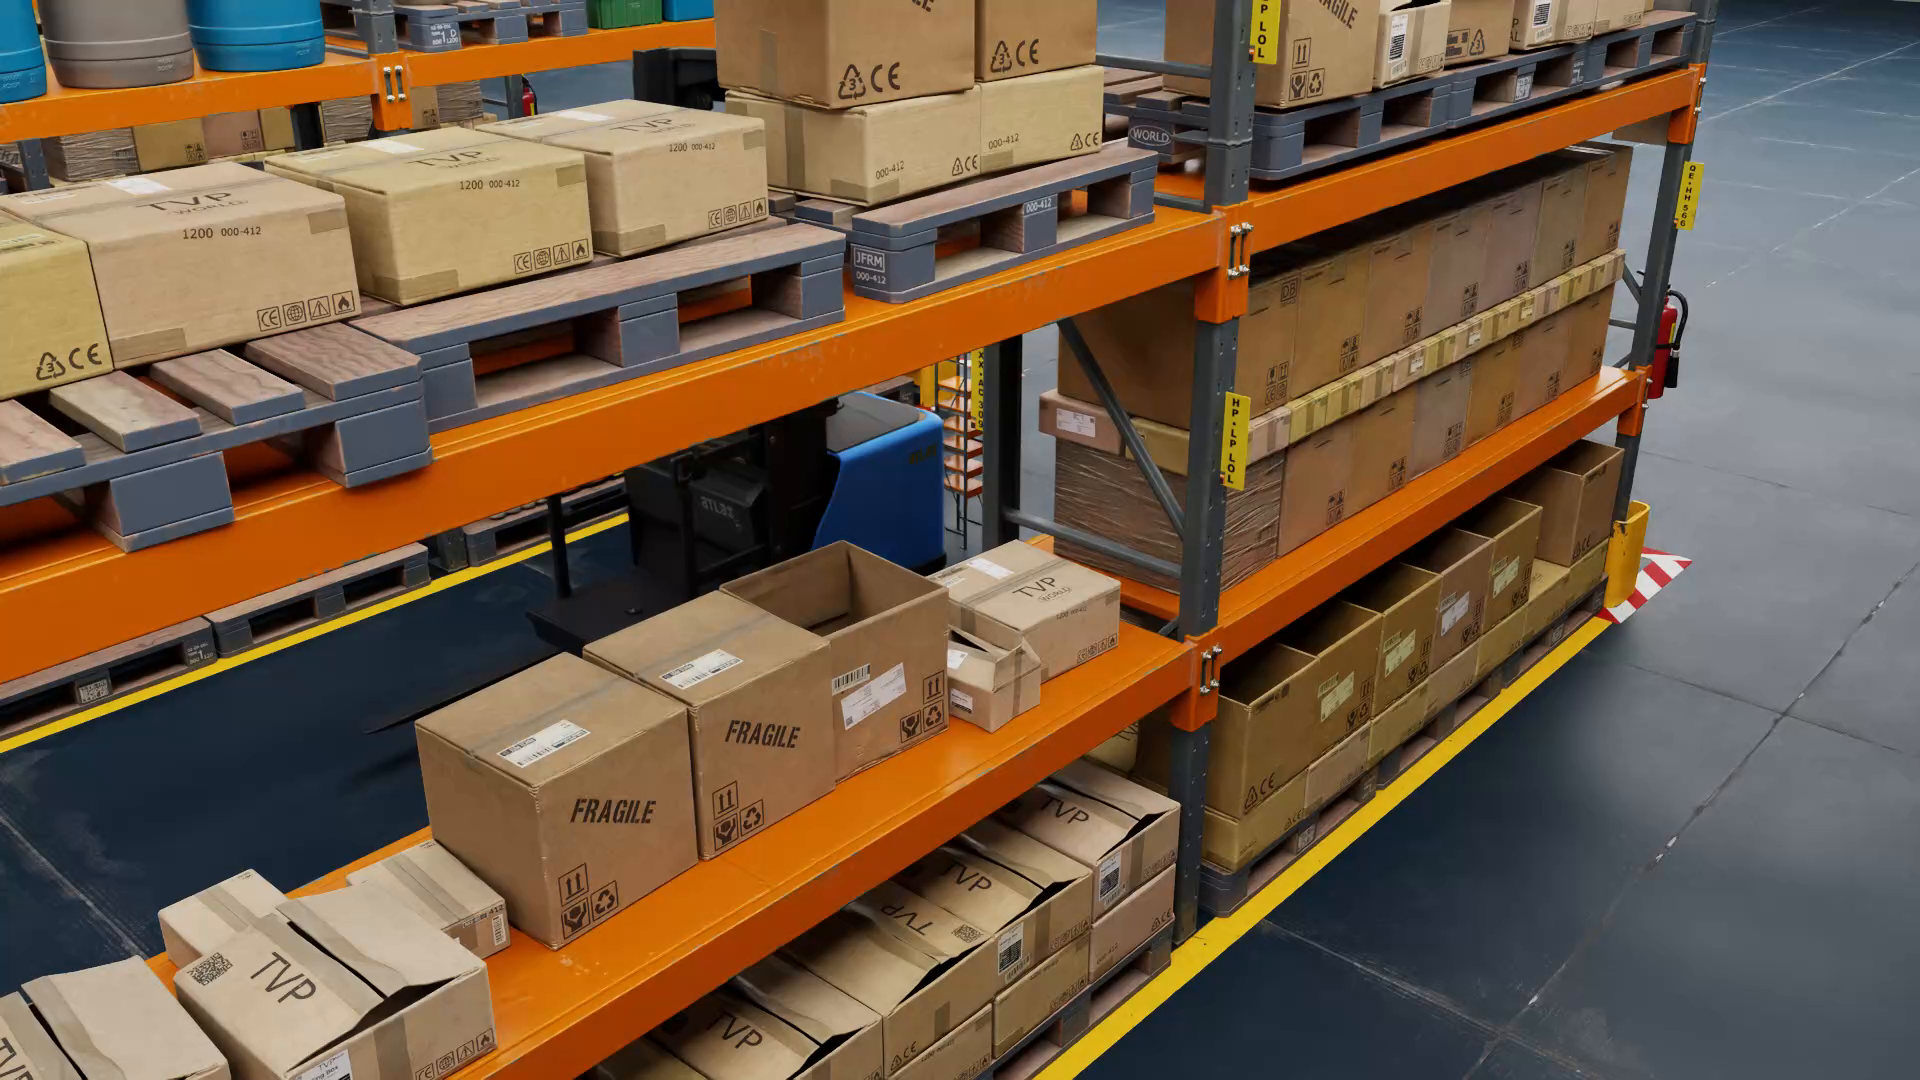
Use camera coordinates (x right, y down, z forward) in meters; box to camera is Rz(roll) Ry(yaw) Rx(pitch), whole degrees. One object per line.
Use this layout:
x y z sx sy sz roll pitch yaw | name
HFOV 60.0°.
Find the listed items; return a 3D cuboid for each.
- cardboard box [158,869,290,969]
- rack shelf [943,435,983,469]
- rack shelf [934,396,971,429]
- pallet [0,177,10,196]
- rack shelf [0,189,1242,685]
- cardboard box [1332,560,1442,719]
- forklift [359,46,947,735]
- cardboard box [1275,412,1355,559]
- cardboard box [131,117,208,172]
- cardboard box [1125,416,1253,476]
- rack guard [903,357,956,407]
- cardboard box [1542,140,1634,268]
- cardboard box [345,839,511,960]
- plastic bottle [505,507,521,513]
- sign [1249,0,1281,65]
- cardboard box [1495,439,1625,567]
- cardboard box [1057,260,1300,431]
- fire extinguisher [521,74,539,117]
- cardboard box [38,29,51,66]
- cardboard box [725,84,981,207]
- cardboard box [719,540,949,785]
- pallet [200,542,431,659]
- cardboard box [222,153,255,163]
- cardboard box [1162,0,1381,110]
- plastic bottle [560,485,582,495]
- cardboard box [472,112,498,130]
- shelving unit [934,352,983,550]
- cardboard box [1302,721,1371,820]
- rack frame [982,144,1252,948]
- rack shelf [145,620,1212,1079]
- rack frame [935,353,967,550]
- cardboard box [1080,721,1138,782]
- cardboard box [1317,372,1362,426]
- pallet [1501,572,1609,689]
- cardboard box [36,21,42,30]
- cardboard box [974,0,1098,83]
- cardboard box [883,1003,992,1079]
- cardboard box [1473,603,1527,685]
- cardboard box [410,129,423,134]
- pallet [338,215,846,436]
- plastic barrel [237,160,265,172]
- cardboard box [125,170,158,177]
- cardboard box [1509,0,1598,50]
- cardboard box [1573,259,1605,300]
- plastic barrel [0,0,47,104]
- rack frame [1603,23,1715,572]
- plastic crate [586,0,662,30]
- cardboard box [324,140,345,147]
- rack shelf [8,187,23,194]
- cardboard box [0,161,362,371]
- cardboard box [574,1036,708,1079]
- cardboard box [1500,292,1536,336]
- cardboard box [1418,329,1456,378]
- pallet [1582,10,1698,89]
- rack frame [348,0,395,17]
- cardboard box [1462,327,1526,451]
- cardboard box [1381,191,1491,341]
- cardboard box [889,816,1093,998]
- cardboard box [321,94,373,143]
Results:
-1.781 1.006 4.147 0.380 0.149 0.250 20 31 38 | cardboard box
0.010 -0.511 9.533 0.258 0.103 0.180 20 31 38 | rack shelf
0.010 -0.730 9.434 0.258 0.103 0.180 20 31 38 | rack shelf
-7.499 -2.403 11.679 1.003 0.211 1.213 20 31 38 | pallet
-0.841 -0.409 4.209 1.077 0.370 4.000 20 31 38 | rack shelf
1.704 0.382 7.162 0.500 0.500 0.500 20 31 38 | cardboard box
-1.415 -0.677 7.677 1.130 2.935 3.031 20 31 37 | forklift
1.133 -0.323 6.682 0.700 0.500 0.500 20 31 37 | cardboard box
-6.174 -3.128 12.575 0.875 0.500 0.500 20 31 38 | cardboard box
0.818 -0.349 5.946 0.380 0.149 0.250 20 31 37 | cardboard box
-0.538 -1.374 12.203 1.175 0.500 0.348 20 31 38 | rack guard
2.807 -1.679 8.121 0.700 0.500 0.500 20 31 38 | cardboard box
-1.366 0.951 4.269 0.250 0.149 0.380 -21 32 -39 | cardboard box
-2.585 -0.264 9.555 0.097 0.201 0.097 0 24 0 | plastic bottle
0.905 -1.581 4.927 0.100 0.325 0.005 20 31 38 | sign
3.027 -0.231 8.530 0.500 0.500 0.500 20 31 38 | cardboard box
0.786 -0.753 6.054 0.700 0.500 0.500 20 31 38 | cardboard box
-3.791 -3.777 14.601 0.296 0.674 0.183 20 31 38 | fire extinguisher
-6.391 -3.389 11.935 0.500 0.500 0.500 20 31 38 | cardboard box
-0.289 -1.117 4.578 0.500 0.250 0.500 17 29 33 | cardboard box
-0.382 0.366 5.144 0.500 0.500 0.500 -22 32 -39 | cardboard box
-3.687 0.191 9.067 1.003 0.211 1.213 20 31 38 | pallet
-5.697 -2.940 12.949 0.380 0.149 0.250 20 31 38 | cardboard box
1.027 -1.729 5.468 0.500 0.500 0.500 -21 32 -39 | cardboard box
-2.344 -0.456 9.801 0.144 0.351 0.185 21 32 39 | plastic bottle
-4.247 -3.645 14.520 0.380 0.149 0.250 20 31 38 | cardboard box
0.010 -0.552 9.514 0.258 1.200 0.189 20 31 38 | shelving unit
1.367 0.876 6.978 0.500 0.250 0.500 20 31 38 | cardboard box
0.494 0.022 6.035 1.000 3.000 0.127 20 31 38 | rack frame
-0.841 0.960 4.823 1.077 0.370 4.000 20 31 38 | rack shelf
-0.051 -0.524 9.452 0.240 1.200 0.006 20 31 38 | rack frame
0.641 0.884 6.959 0.500 0.250 0.500 20 31 38 | cardboard box
1.330 -0.584 6.472 0.380 0.149 0.250 20 31 37 | cardboard box
2.684 0.320 8.778 1.003 0.211 1.213 20 31 38 | pallet
-6.785 -3.534 12.258 0.500 0.500 0.500 20 31 38 | cardboard box
0.053 -1.635 4.817 0.500 0.500 0.500 21 31 38 | cardboard box
-0.247 1.600 5.362 0.500 0.250 0.500 21 32 39 | cardboard box
2.369 0.419 7.997 0.500 0.250 0.500 20 31 38 | cardboard box
-4.722 -3.407 13.989 0.380 0.149 0.250 20 31 38 | cardboard box
-1.045 -0.615 4.019 1.003 0.211 1.213 22 32 40 | pallet
-3.676 -1.525 8.873 0.600 0.901 0.708 20 31 38 | plastic barrel
-6.190 -2.709 12.433 0.380 0.149 0.250 20 31 38 | cardboard box
2.220 -2.188 6.722 0.500 0.311 0.500 -20 31 -37 | cardboard box
2.877 -1.290 8.045 0.380 0.149 0.250 21 32 39 | cardboard box
-4.243 -2.316 6.971 0.600 0.901 0.708 20 31 38 | plastic barrel
3.164 -1.197 8.753 1.000 3.000 0.127 20 31 38 | rack frame
-1.936 -3.010 9.390 0.336 0.188 0.450 20 31 38 | plastic crate
-5.170 -3.159 13.437 0.380 0.149 0.250 20 31 38 | cardboard box
-5.546 -2.965 13.576 1.077 0.370 4.000 20 31 38 | rack shelf
-1.578 -0.569 3.357 0.500 0.250 0.500 21 32 39 | cardboard box
-0.921 1.651 4.563 0.500 0.311 0.500 19 30 36 | cardboard box
2.362 -1.056 7.523 0.380 0.149 0.250 21 32 39 | cardboard box
1.849 -0.822 7.001 0.380 0.149 0.250 20 31 37 | cardboard box
2.673 -2.317 7.692 1.003 0.211 1.213 20 31 38 | pallet
-3.192 -4.069 7.826 1.000 3.000 0.127 20 31 38 | rack frame
2.160 -0.793 7.729 0.700 0.500 0.500 20 31 38 | cardboard box
1.790 -1.211 7.077 0.700 0.500 0.500 20 31 38 | cardboard box
0.095 1.191 5.589 0.500 0.311 0.500 21 32 39 | cardboard box
-5.209 -3.598 13.624 0.875 0.500 0.500 20 31 38 | cardboard box
